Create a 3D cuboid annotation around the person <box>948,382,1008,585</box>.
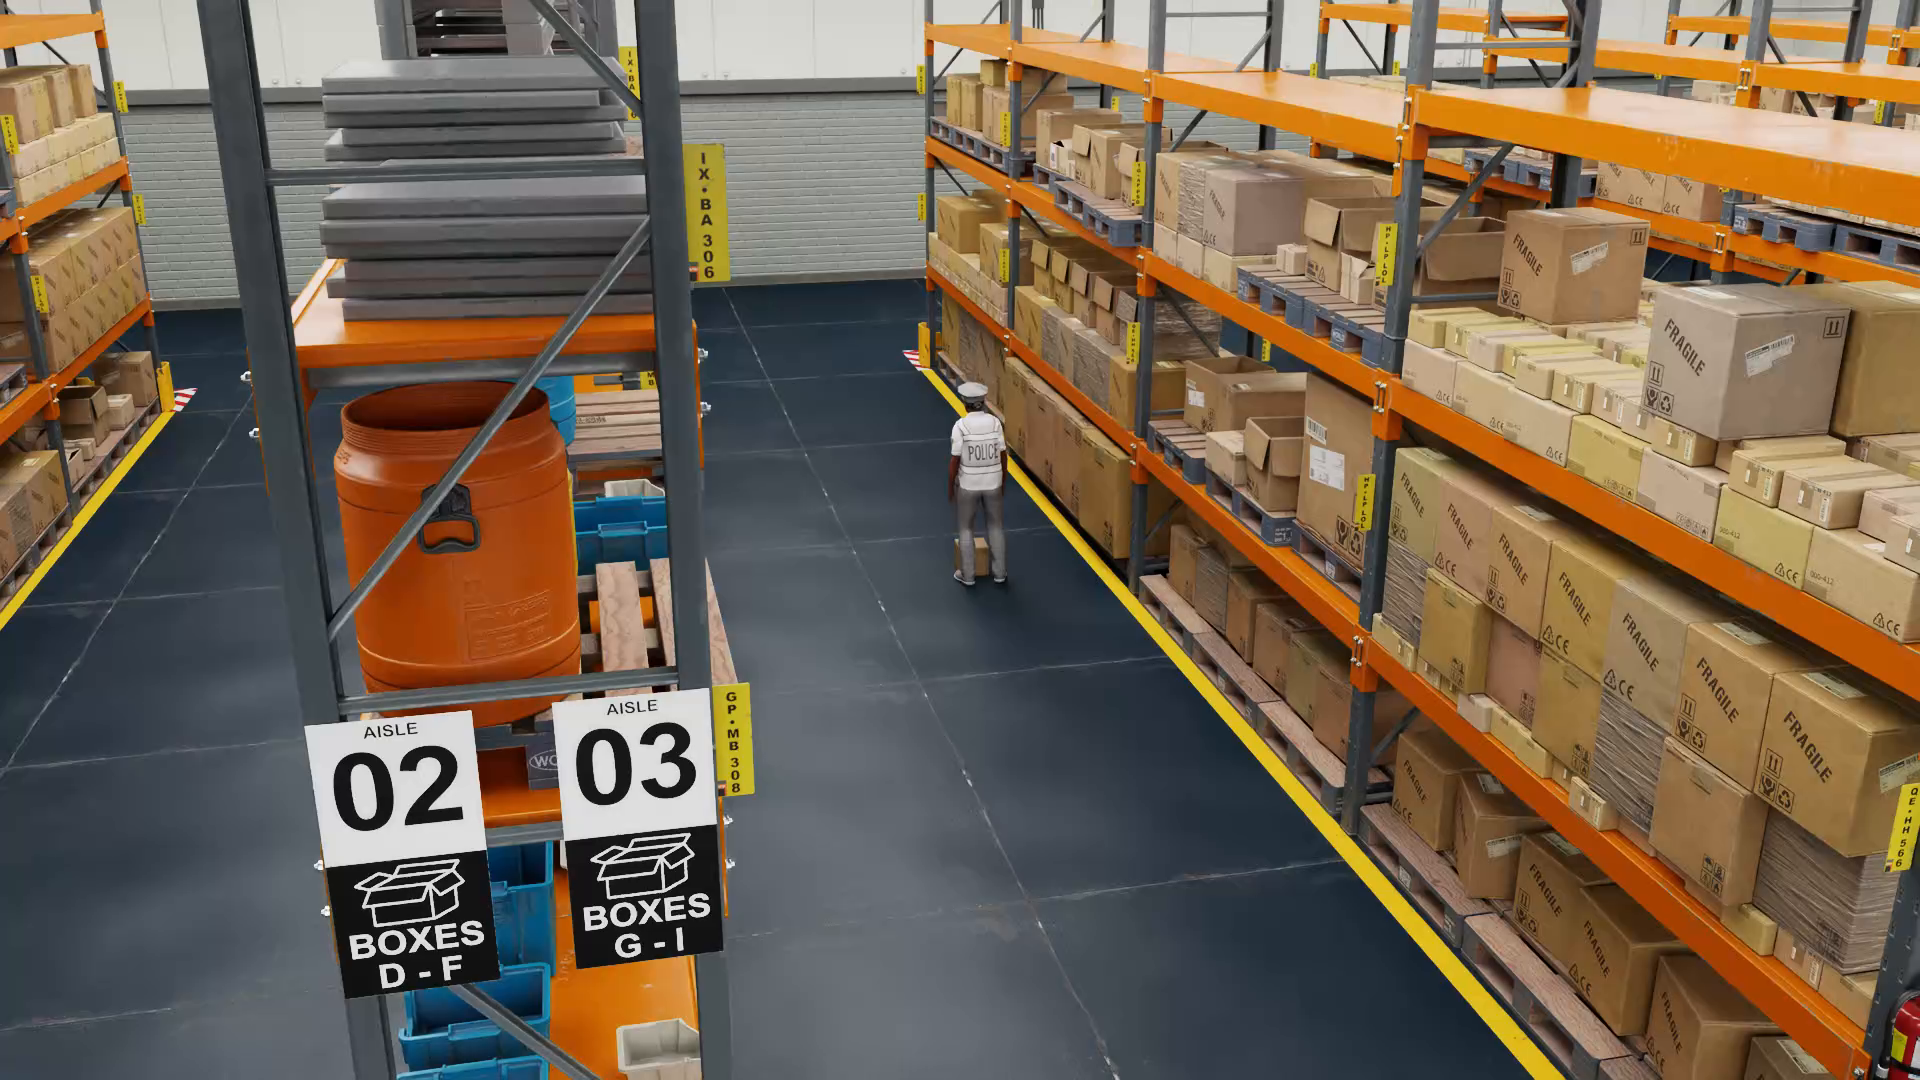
[{"bbox_3d":[0.157,-0.444,13.576,0.532,1.664,0.391,-6,21,-15],"label":"person"}]
